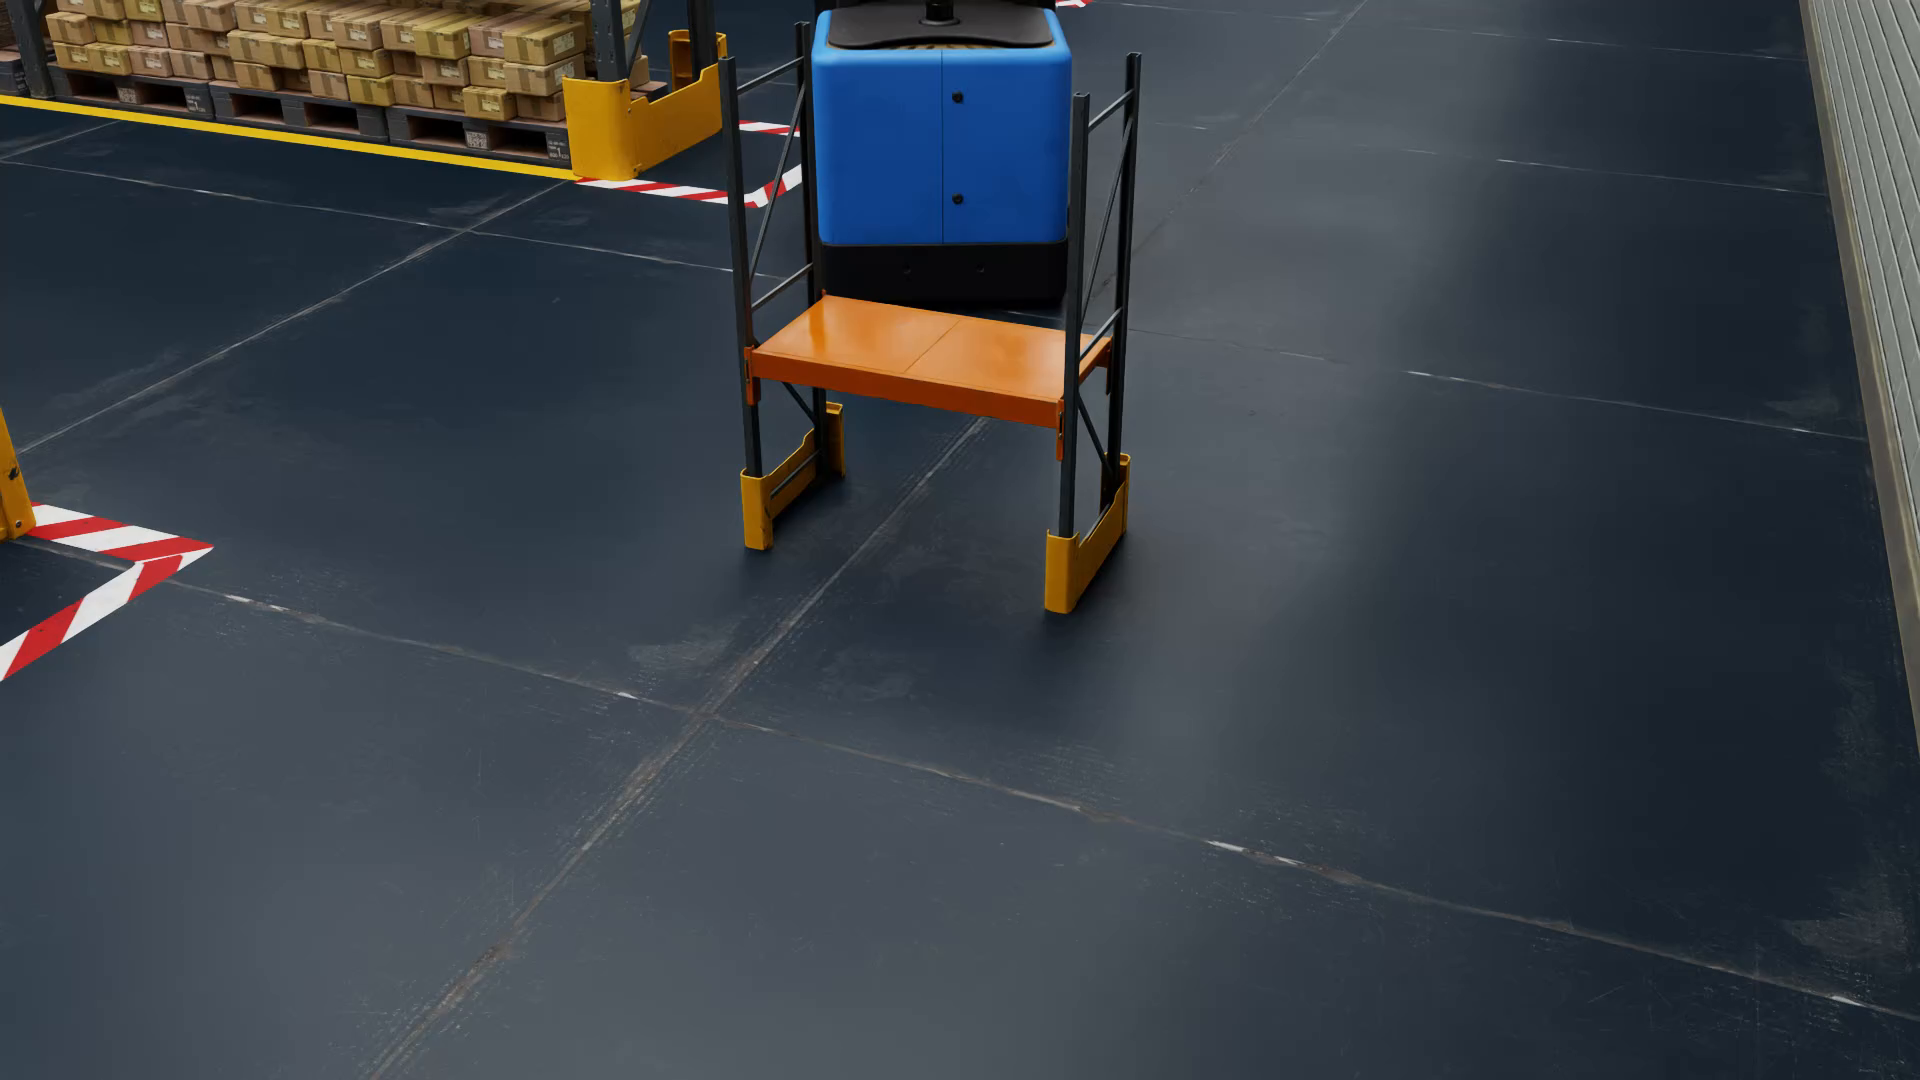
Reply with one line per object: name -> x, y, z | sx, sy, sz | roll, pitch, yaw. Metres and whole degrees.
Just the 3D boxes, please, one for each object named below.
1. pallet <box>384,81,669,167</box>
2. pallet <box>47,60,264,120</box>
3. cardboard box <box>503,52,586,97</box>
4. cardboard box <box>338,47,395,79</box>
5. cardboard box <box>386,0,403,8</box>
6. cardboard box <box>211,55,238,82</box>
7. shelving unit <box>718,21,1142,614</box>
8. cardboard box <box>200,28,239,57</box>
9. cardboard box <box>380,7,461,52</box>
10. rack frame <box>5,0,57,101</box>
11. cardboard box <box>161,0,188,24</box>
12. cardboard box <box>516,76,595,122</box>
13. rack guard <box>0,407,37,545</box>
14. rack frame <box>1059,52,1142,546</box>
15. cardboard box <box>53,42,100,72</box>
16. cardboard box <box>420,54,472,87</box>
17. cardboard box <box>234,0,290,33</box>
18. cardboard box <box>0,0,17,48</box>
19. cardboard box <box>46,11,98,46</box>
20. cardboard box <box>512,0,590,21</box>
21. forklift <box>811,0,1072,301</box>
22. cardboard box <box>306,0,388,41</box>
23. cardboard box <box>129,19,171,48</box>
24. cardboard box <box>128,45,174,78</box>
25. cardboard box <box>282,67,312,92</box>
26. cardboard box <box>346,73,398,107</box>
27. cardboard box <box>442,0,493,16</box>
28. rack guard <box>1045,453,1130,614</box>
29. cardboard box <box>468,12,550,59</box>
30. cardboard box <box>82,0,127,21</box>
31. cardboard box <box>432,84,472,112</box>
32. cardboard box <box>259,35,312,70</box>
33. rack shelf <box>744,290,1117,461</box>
pallet -> -2.385, -2.376, 9.238 | 1.213, 0.211, 1.003 | 11, 31, 19
pallet -> -4.646, -2.827, 10.037 | 1.213, 0.211, 1.003 | 11, 31, 19
cardboard box -> -2.171, -2.448, 8.700 | 0.250, 0.149, 0.380 | 10, 31, 18
cardboard box -> -3.138, -2.633, 9.028 | 0.250, 0.149, 0.380 | 12, 32, 20
cardboard box -> -3.160, -3.096, 9.545 | 0.250, 0.149, 0.380 | 12, 32, 20
cardboard box -> -4.052, -2.747, 9.533 | 0.250, 0.149, 0.380 | 10, 31, 17
shelving unit -> -0.071, -0.667, 4.906 | 1.083, 1.500, 0.587 | 11, 31, 19
cardboard box -> -4.063, -2.860, 9.429 | 0.250, 0.149, 0.380 | 13, 32, 21
cardboard box -> -2.876, -2.732, 8.900 | 0.250, 0.149, 0.380 | 10, 31, 17
rack frame -> -5.281, -4.149, 9.542 | 0.127, 3.000, 1.000 | 11, 31, 19
cardboard box -> -4.304, -3.051, 9.466 | 0.250, 0.149, 0.380 | 10, 31, 18
cardboard box -> -2.141, -2.353, 8.835 | 0.250, 0.149, 0.380 | 12, 32, 20
rack guard -> -3.320, -0.041, 4.814 | 0.348, 0.500, 1.175 | 11, 31, 19
rack frame -> 0.392, -0.575, 4.743 | 0.032, 1.500, 0.500 | 11, 31, 19
cardboard box -> -5.065, -2.877, 9.762 | 0.250, 0.149, 0.380 | 10, 31, 17
cardboard box -> -2.654, -2.543, 8.869 | 0.250, 0.149, 0.380 | 10, 31, 17
cardboard box -> -3.815, -2.954, 9.294 | 0.250, 0.149, 0.380 | 10, 31, 17
cardboard box -> -6.062, -3.266, 10.093 | 0.500, 0.500, 0.500 | 11, 31, 18
cardboard box -> -5.066, -3.007, 9.690 | 0.250, 0.149, 0.380 | 13, 32, 21
cardboard box -> -2.233, -2.858, 9.123 | 0.250, 0.149, 0.380 | 12, 32, 20
forklift -> -0.121, -2.947, 7.484 | 1.130, 2.935, 3.031 | -1, 29, -2
cardboard box -> -3.348, -2.855, 9.119 | 0.250, 0.149, 0.380 | 10, 31, 17
cardboard box -> -4.558, -2.973, 9.629 | 0.250, 0.149, 0.380 | 11, 31, 19
cardboard box -> -4.568, -2.805, 9.635 | 0.250, 0.149, 0.380 | 11, 31, 19
cardboard box -> -3.575, -2.642, 9.346 | 0.250, 0.149, 0.380 | 12, 32, 21
cardboard box -> -3.124, -2.501, 9.097 | 0.250, 0.149, 0.380 | 10, 31, 17
cardboard box -> -2.680, -2.971, 9.324 | 0.250, 0.149, 0.380 | 10, 31, 17
rack guard -> 0.391, -0.031, 5.050 | 0.087, 0.250, 0.587 | 11, 31, 19
cardboard box -> -2.372, -2.665, 8.782 | 0.250, 0.149, 0.380 | 12, 32, 20
cardboard box -> -4.807, -3.114, 9.576 | 0.250, 0.149, 0.380 | 13, 32, 22
cardboard box -> -2.630, -2.443, 8.993 | 0.250, 0.149, 0.380 | 11, 31, 19
cardboard box -> -3.634, -2.727, 9.195 | 0.250, 0.149, 0.380 | 12, 31, 20
rack shelf -> -0.079, -0.512, 4.997 | 1.000, 0.185, 0.538 | 11, 31, 19
